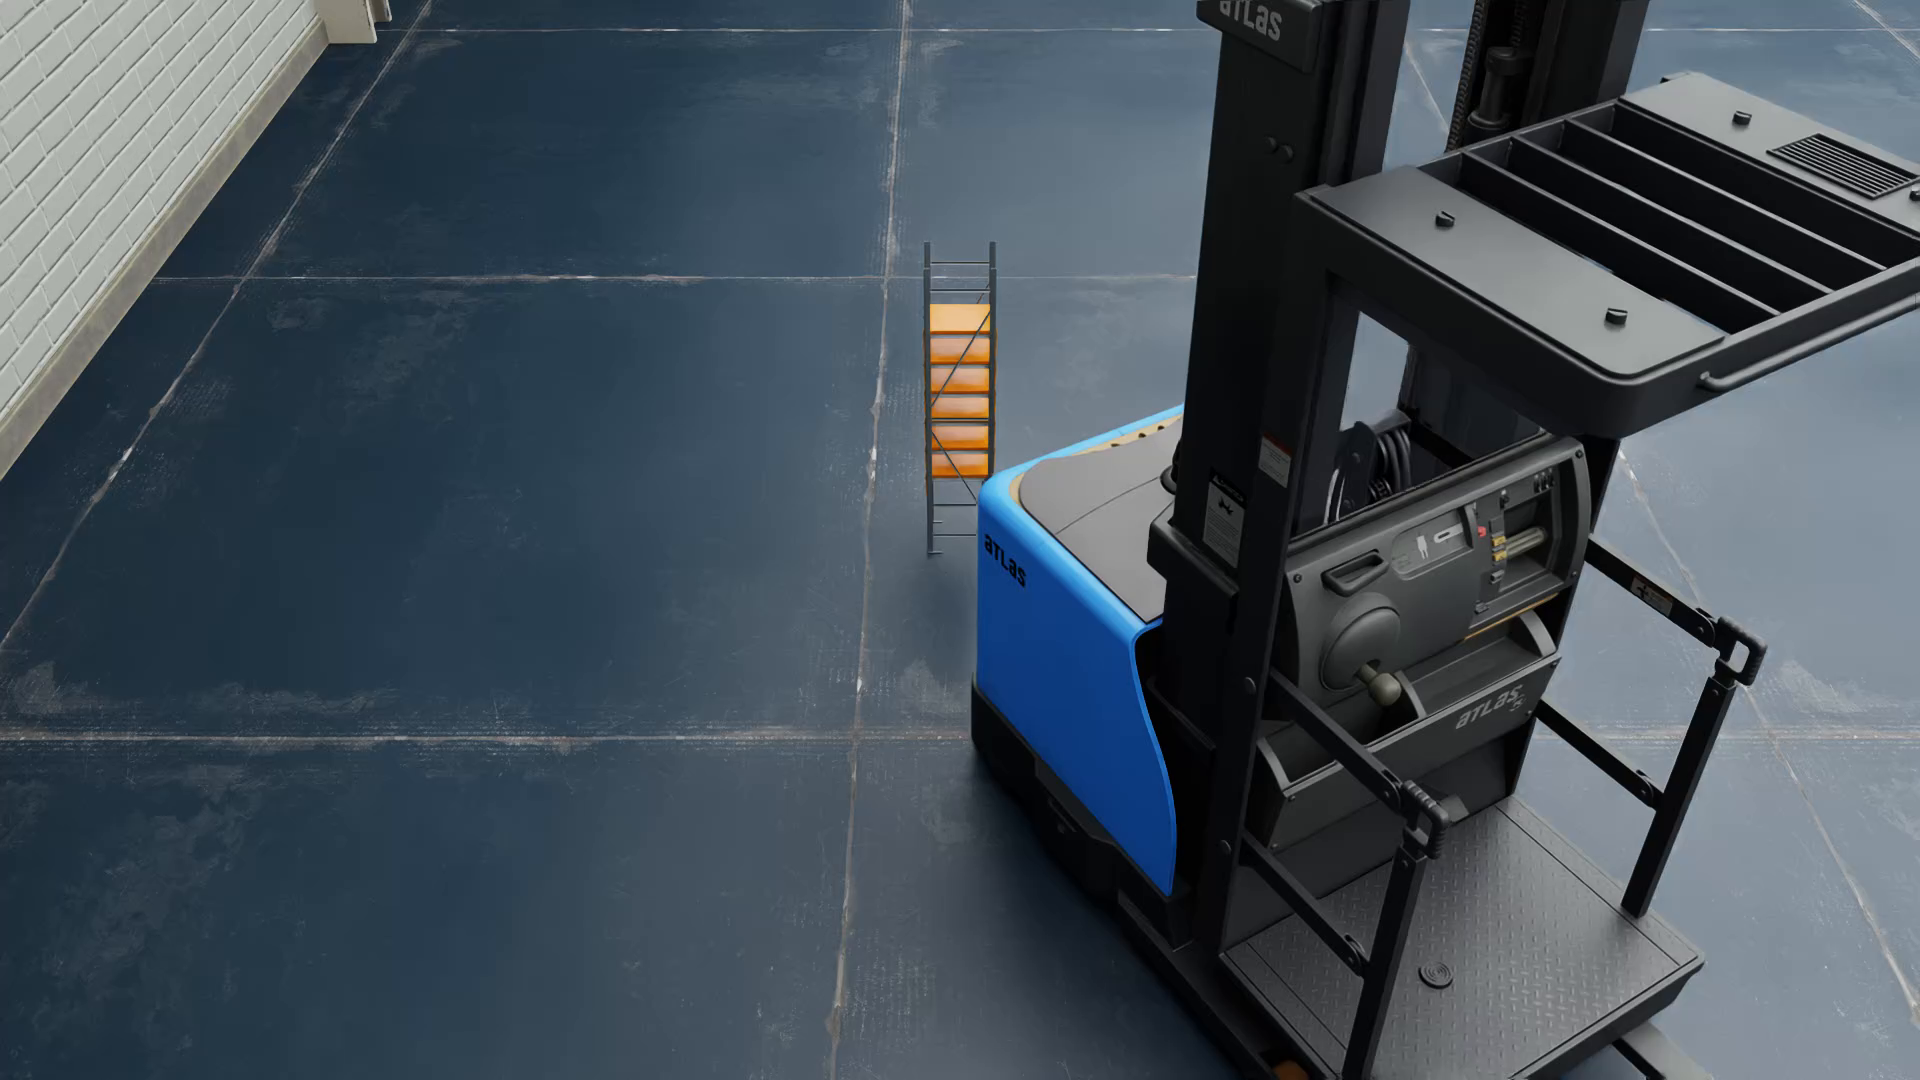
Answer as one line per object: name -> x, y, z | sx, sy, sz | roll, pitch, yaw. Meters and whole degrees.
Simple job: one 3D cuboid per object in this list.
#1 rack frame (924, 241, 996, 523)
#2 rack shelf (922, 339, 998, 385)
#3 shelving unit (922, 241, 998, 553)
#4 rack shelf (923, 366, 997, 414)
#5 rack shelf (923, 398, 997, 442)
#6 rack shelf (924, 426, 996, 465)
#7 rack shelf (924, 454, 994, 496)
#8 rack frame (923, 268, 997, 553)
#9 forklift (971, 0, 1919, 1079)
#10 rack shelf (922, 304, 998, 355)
rack frame -> 0.000, -0.534, 5.957 | 0.240, 1.200, 0.006 | 0, 39, 0
rack shelf -> 0.000, -0.630, 5.764 | 0.258, 0.103, 0.180 | 0, 39, 0
shelving unit -> 0.000, -0.477, 5.886 | 0.258, 1.200, 0.189 | 0, 39, 0
rack shelf -> 0.000, -0.536, 5.839 | 0.258, 0.103, 0.180 | 0, 39, 0
rack shelf -> 0.000, -0.443, 5.914 | 0.258, 0.103, 0.180 | 0, 39, 0
rack shelf -> 0.000, -0.349, 5.989 | 0.258, 0.103, 0.180 | 0, 39, 0
rack shelf -> 0.000, -0.255, 6.064 | 0.258, 0.103, 0.180 | 0, 39, 0
rack frame -> 0.000, -0.420, 5.815 | 0.240, 1.200, 0.006 | 0, 39, 0
forklift -> 1.237, 0.146, 3.724 | 1.130, 2.935, 3.031 | -21, 43, -24
rack shelf -> 0.000, -0.724, 5.689 | 0.258, 0.103, 0.180 | 0, 39, 0
